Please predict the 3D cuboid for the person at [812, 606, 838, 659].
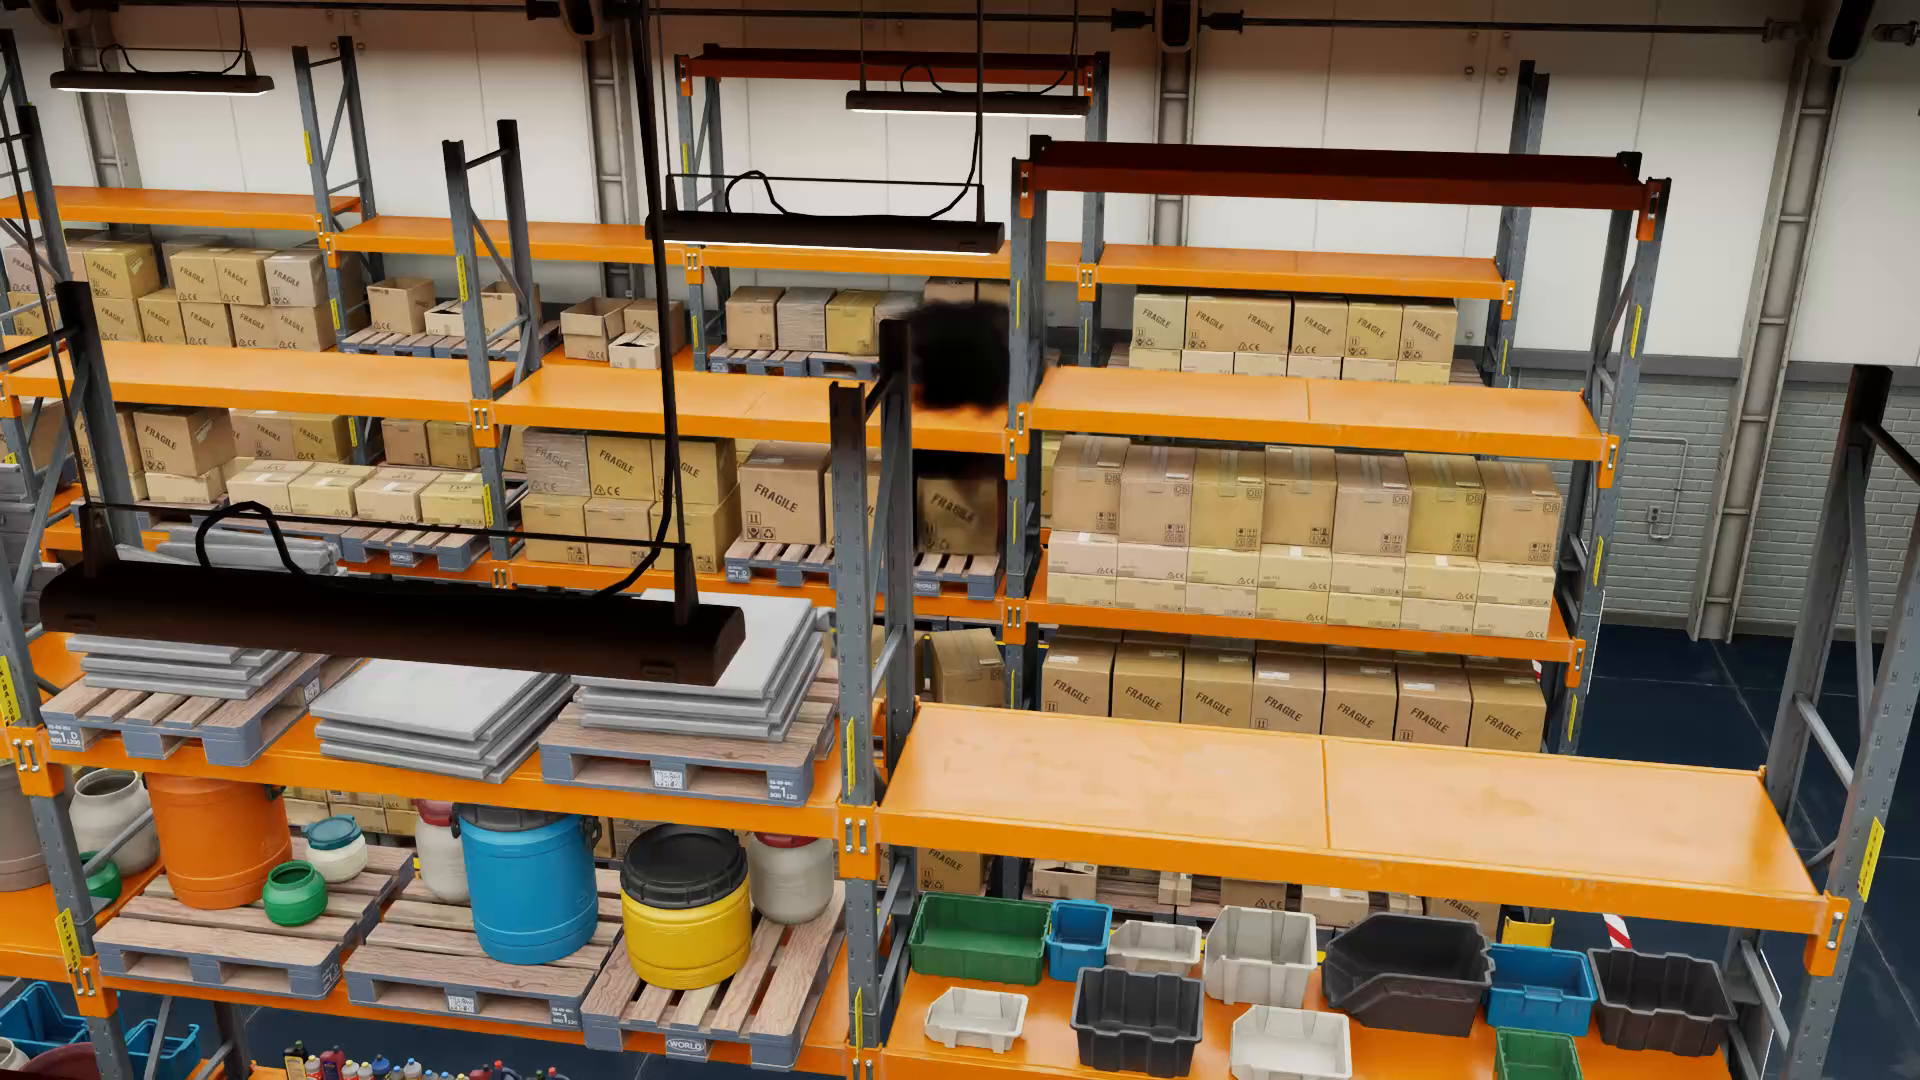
[{"bbox_3d":[-1.540,0.744,16.483,0.799,1.701,0.710,-15,27,-32],"label":"person"}]
